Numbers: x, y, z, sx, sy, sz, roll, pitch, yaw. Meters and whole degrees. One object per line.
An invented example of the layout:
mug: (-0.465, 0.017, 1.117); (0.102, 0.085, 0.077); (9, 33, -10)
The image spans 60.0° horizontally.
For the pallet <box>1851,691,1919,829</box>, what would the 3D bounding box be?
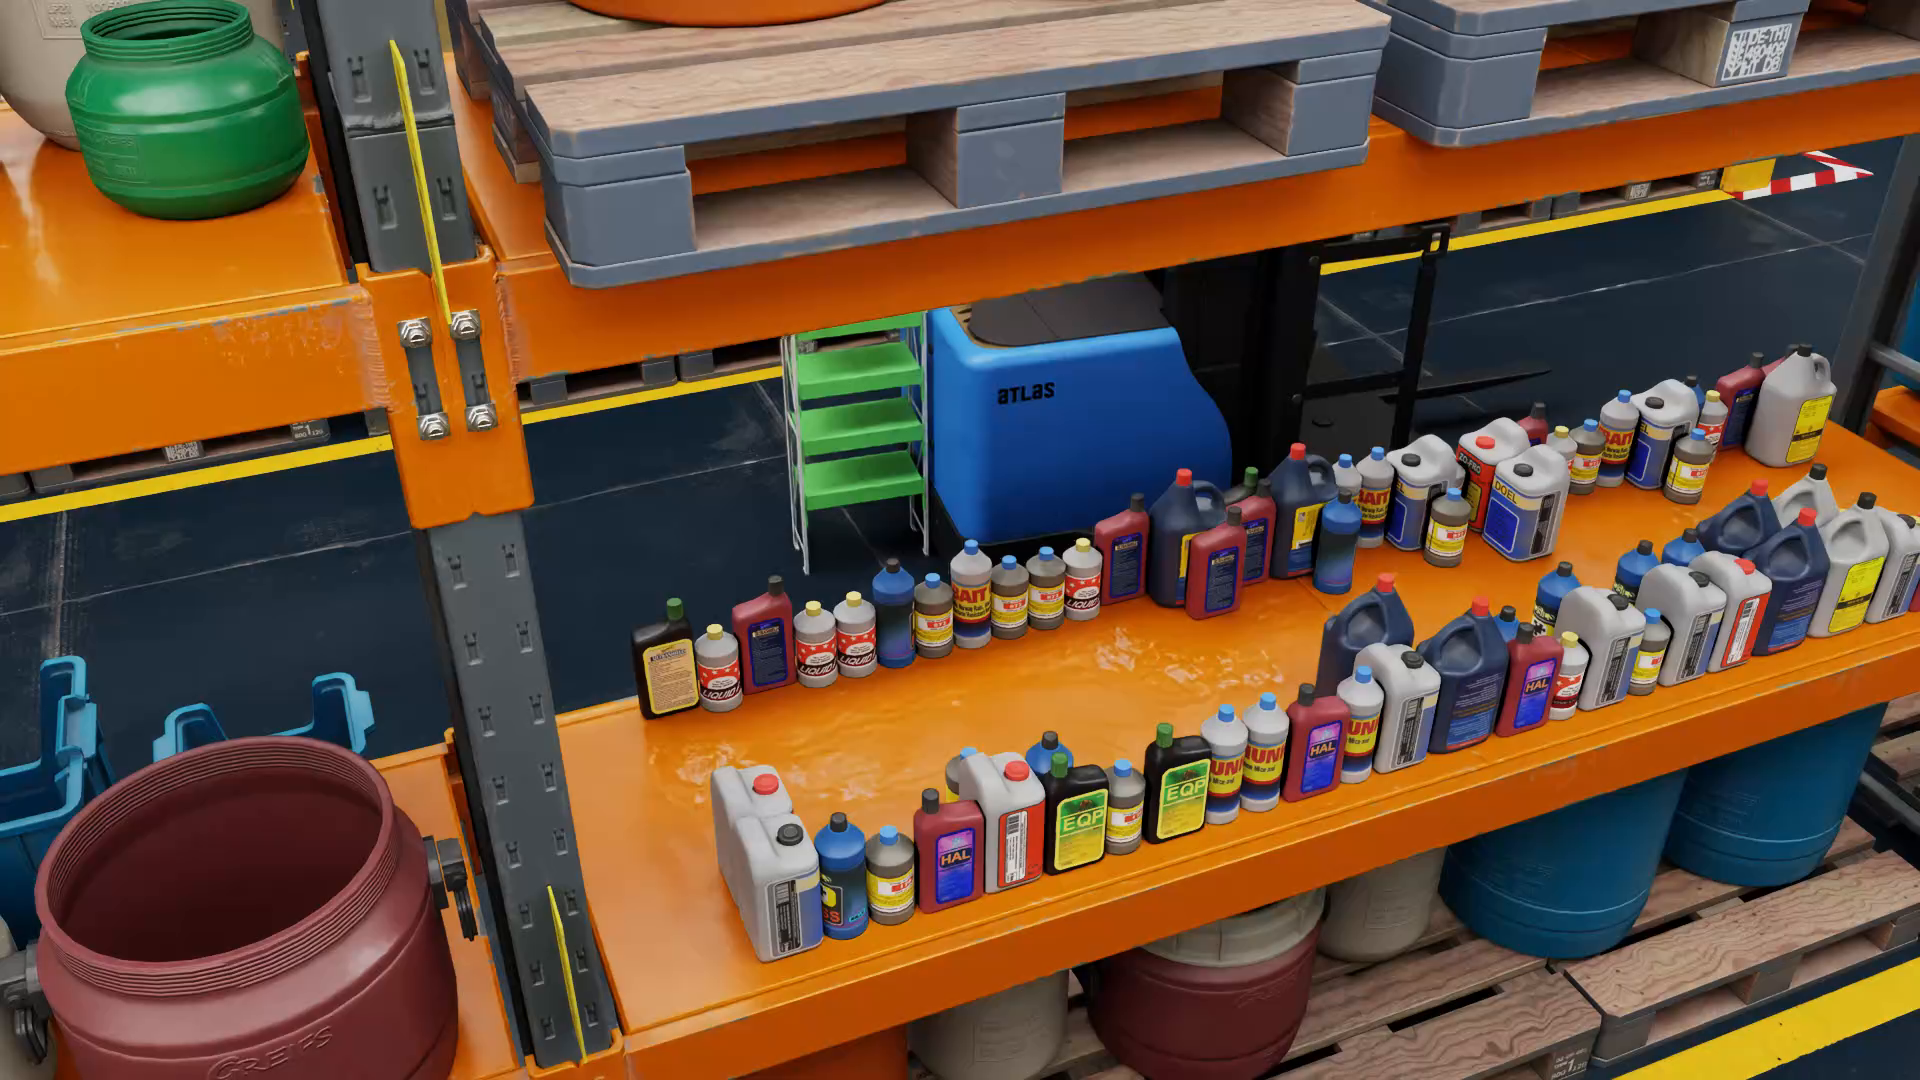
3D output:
pallet: (3.484, 0.663, 5.538); (1.213, 0.211, 1.003); (-13, 35, -19)

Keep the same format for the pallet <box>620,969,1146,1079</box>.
pallet: (-0.156, 1.494, 4.260); (1.213, 0.211, 1.003); (-13, 35, -19)

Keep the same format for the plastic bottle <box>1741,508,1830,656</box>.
plastic bottle: (1.930, 0.087, 3.911); (0.185, 0.351, 0.144); (-13, 35, -19)

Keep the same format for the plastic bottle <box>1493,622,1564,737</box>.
plastic bottle: (1.248, 0.296, 3.652); (0.133, 0.283, 0.061); (-13, 35, -19)

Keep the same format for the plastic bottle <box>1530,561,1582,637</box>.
plastic bottle: (1.378, 0.170, 3.856); (0.097, 0.271, 0.097); (0, 33, 0)

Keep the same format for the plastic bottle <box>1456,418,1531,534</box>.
plastic bottle: (1.393, -0.178, 4.387); (0.135, 0.276, 0.152); (-13, 35, -19)

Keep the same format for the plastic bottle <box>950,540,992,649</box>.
plastic bottle: (0.026, 0.121, 3.932); (0.097, 0.271, 0.097); (0, 33, 0)

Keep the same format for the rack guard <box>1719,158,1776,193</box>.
rack guard: (4.525, -2.604, 10.293); (0.348, 0.500, 1.175); (-13, 35, -19)

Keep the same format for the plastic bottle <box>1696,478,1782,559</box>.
plastic bottle: (1.874, 0.014, 4.023); (0.185, 0.351, 0.144); (-13, 35, -19)

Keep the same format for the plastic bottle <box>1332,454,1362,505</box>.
plastic bottle: (0.972, -0.096, 4.265); (0.097, 0.271, 0.097); (0, 33, 0)

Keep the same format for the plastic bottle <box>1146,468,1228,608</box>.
plastic bottle: (0.558, -0.020, 4.076); (0.185, 0.351, 0.144); (-13, 35, -19)

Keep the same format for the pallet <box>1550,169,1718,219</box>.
pallet: (3.791, -2.314, 10.113); (1.213, 0.211, 1.003); (-13, 35, -19)

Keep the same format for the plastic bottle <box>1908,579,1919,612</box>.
plastic bottle: (2.388, 0.035, 4.053); (0.133, 0.283, 0.061); (-13, 35, -19)

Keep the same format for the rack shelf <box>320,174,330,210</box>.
rack shelf: (-4.625, -1.255, 6.588); (4.000, 0.370, 1.077); (-13, 35, -19)

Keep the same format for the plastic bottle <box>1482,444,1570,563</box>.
plastic bottle: (1.452, -0.101, 4.269); (0.135, 0.276, 0.152); (-13, 35, -19)

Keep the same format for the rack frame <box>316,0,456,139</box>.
rack frame: (-0.867, -2.002, 1.575); (0.127, 3.000, 1.000); (-13, 35, -19)

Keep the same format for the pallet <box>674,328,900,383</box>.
pallet: (-0.955, -1.204, 8.407); (1.213, 0.211, 1.003); (-13, 35, -19)

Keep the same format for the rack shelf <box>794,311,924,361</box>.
rack shelf: (-0.399, -0.813, 6.136); (0.480, 0.148, 0.258); (-9, 34, -14)

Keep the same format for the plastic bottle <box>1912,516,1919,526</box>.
plastic bottle: (2.340, 0.033, 4.130); (0.097, 0.201, 0.097); (0, 33, 0)

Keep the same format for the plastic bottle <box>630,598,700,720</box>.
plastic bottle: (-0.659, 0.262, 3.704); (0.133, 0.283, 0.061); (-13, 35, -19)

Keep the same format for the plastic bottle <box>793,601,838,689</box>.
plastic bottle: (-0.333, 0.232, 3.824); (0.097, 0.201, 0.097); (0, 33, 0)

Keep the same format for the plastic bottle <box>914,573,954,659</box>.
plastic bottle: (-0.063, 0.171, 3.919); (0.097, 0.201, 0.097); (0, 33, 0)

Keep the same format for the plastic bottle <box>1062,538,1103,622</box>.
plastic bottle: (0.296, 0.089, 4.046); (0.097, 0.201, 0.097); (0, 33, 0)

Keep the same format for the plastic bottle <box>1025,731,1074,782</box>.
plastic bottle: (0.178, 0.499, 3.350); (0.097, 0.271, 0.097); (0, 33, 0)

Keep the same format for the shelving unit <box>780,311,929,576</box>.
shelving unit: (-0.399, -0.464, 6.363); (0.503, 1.200, 0.258); (-9, 34, -14)

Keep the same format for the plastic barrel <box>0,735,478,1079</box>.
plastic barrel: (-1.177, 0.706, 2.789); (0.708, 0.536, 0.600); (-13, 35, -19)

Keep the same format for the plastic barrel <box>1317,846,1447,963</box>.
plastic barrel: (1.105, 0.865, 4.566); (0.421, 0.512, 0.421); (0, 33, 0)

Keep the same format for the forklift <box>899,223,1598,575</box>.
forklift: (1.321, -1.441, 6.277); (3.031, 2.935, 1.130); (-9, 34, -14)

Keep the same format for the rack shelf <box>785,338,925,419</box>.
rack shelf: (-0.399, -0.612, 6.267); (0.480, 0.148, 0.258); (-9, 34, -14)

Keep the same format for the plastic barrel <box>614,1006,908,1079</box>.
plastic barrel: (-0.422, 1.135, 3.860); (0.708, 0.830, 0.600); (-13, 35, -19)

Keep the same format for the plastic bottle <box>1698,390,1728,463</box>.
plastic bottle: (2.096, -0.324, 4.679); (0.097, 0.201, 0.097); (0, 33, 0)

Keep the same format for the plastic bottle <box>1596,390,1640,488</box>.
plastic bottle: (1.792, -0.283, 4.553); (0.097, 0.271, 0.097); (0, 33, 0)

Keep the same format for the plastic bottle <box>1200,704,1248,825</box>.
plastic bottle: (0.537, 0.453, 3.422); (0.097, 0.271, 0.097); (0, 33, 0)

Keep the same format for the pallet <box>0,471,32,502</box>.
pallet: (-4.678, -0.400, 7.171); (1.213, 0.211, 1.003); (-13, 35, -19)

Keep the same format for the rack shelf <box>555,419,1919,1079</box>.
rack shelf: (0.977, 0.392, 4.056); (4.000, 0.370, 1.077); (-13, 35, -19)

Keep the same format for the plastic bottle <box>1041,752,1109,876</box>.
plastic bottle: (0.225, 0.530, 3.292); (0.133, 0.283, 0.061); (-13, 35, -19)

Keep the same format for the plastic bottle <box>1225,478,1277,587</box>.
plastic bottle: (0.712, -0.016, 4.131); (0.133, 0.283, 0.061); (-13, 35, -19)

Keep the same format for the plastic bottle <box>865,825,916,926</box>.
plastic bottle: (-0.135, 0.636, 3.204); (0.097, 0.201, 0.097); (0, 33, 0)

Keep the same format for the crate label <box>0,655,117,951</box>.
crate label: (-1.887, 0.572, 3.088); (0.616, 0.435, 0.502); (-13, 35, -19)

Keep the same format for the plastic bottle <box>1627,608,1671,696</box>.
plastic bottle: (1.561, 0.248, 3.801); (0.097, 0.201, 0.097); (0, 33, 0)

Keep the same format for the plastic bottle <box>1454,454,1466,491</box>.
plastic bottle: (1.276, -0.136, 4.391); (0.097, 0.201, 0.097); (0, 33, 0)

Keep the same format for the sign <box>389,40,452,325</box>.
sign: (-0.647, -0.425, 1.999); (0.005, 0.325, 0.100); (-13, 35, -19)

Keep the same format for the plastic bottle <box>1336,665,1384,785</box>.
plastic bottle: (0.840, 0.384, 3.528); (0.097, 0.271, 0.097); (0, 33, 0)
